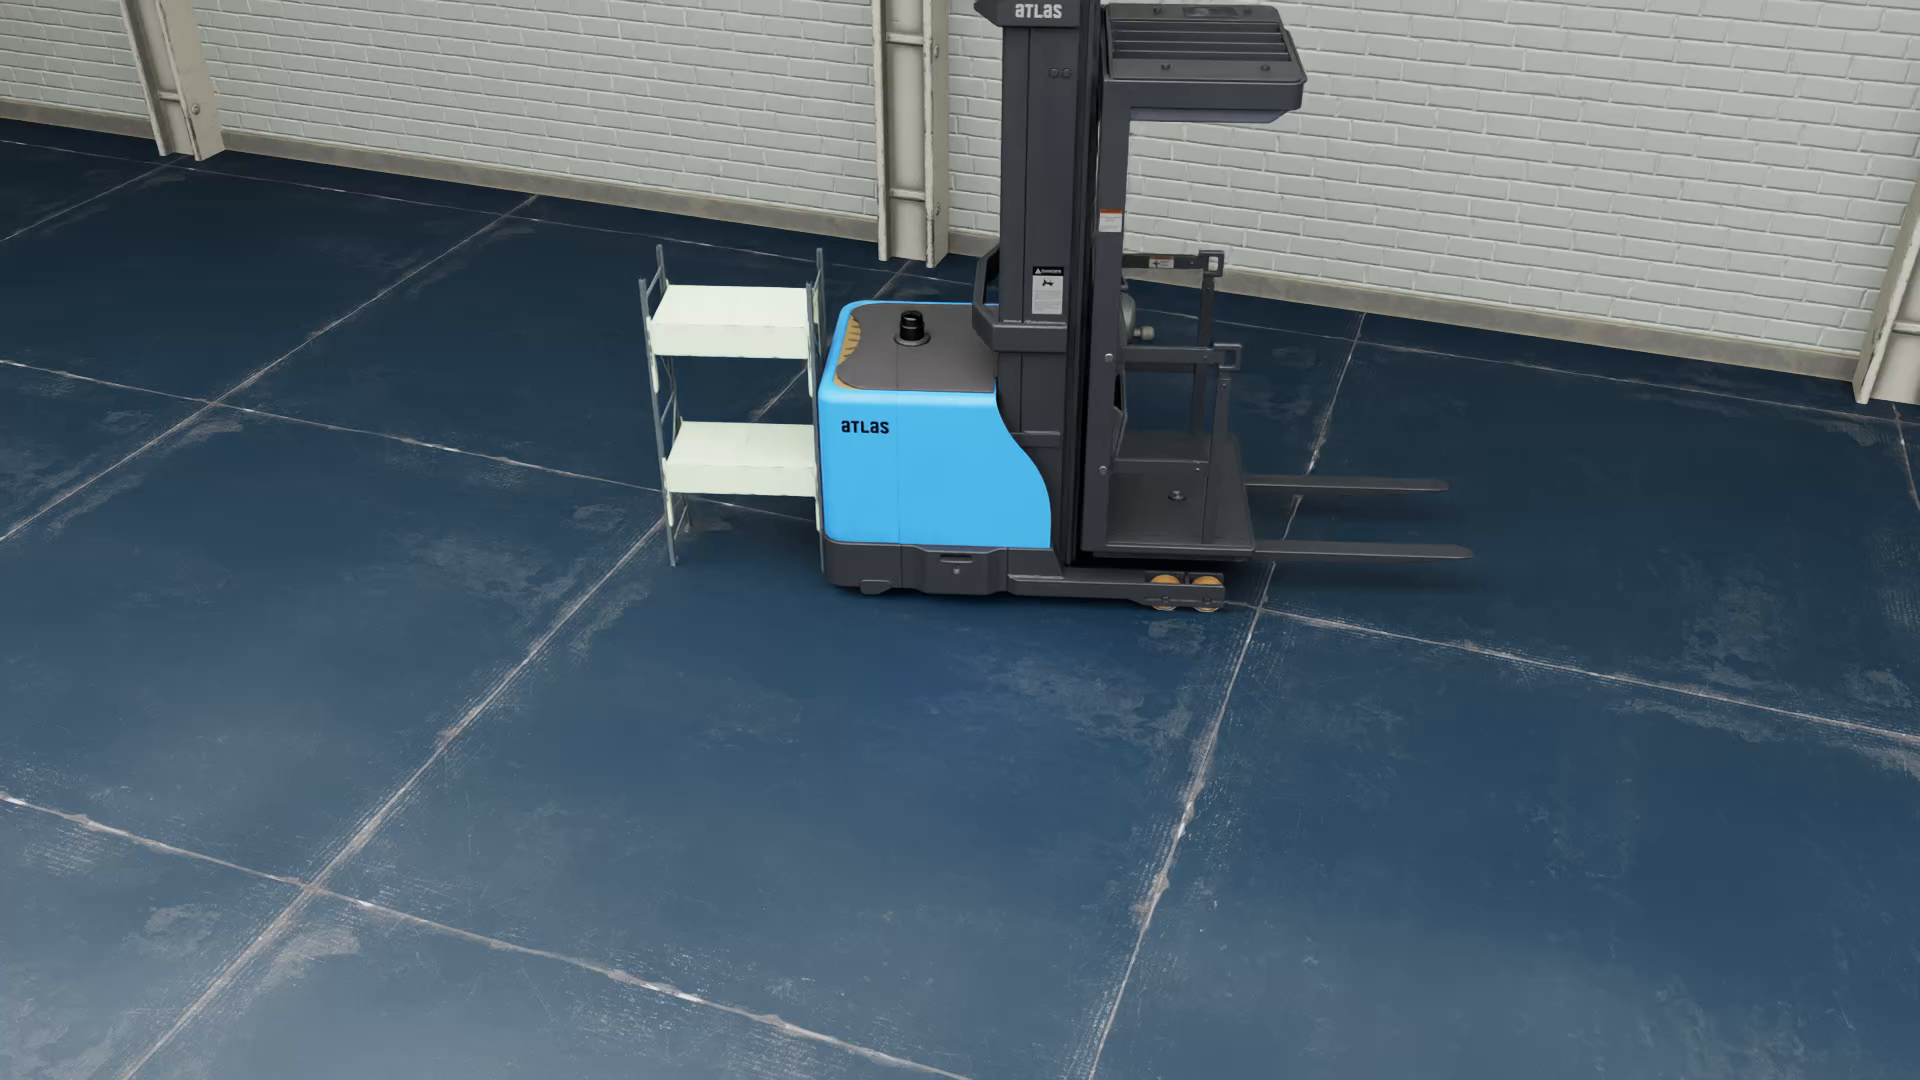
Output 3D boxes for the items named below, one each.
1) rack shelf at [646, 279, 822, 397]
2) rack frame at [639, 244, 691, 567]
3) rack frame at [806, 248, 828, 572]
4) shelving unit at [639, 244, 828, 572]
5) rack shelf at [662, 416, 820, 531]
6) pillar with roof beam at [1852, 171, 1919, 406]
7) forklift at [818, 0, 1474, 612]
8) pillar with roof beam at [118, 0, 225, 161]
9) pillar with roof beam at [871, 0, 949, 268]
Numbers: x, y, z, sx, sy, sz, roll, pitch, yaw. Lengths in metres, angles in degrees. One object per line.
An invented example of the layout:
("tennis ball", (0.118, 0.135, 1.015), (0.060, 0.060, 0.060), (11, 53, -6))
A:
("rack shelf", (-1.011, -0.924, 7.579), (0.720, 0.370, 0.431), (2, 33, 3))
("rack frame", (-1.377, -0.607, 7.808), (0.023, 1.500, 0.400), (2, 33, 3))
("rack frame", (-0.646, -0.585, 7.773), (0.023, 1.500, 0.400), (2, 33, 3))
("shelving unit", (-1.011, -0.596, 7.790), (0.755, 1.500, 0.431), (2, 33, 3))
("rack shelf", (-1.011, -0.322, 7.967), (0.720, 0.370, 0.431), (2, 33, 3))
("pillar with roof beam", (3.886, -2.407, 3.681), (0.400, 9.000, 9.100), (11, 34, 16))
("forklift", (0.895, -1.194, 7.397), (3.031, 2.935, 1.130), (2, 33, 3))
("pillar with roof beam", (-7.410, -4.603, 7.083), (0.400, 9.000, 9.100), (11, 34, 16))
("pillar with roof beam", (-1.762, -3.505, 5.382), (0.400, 9.000, 9.100), (11, 34, 16))
